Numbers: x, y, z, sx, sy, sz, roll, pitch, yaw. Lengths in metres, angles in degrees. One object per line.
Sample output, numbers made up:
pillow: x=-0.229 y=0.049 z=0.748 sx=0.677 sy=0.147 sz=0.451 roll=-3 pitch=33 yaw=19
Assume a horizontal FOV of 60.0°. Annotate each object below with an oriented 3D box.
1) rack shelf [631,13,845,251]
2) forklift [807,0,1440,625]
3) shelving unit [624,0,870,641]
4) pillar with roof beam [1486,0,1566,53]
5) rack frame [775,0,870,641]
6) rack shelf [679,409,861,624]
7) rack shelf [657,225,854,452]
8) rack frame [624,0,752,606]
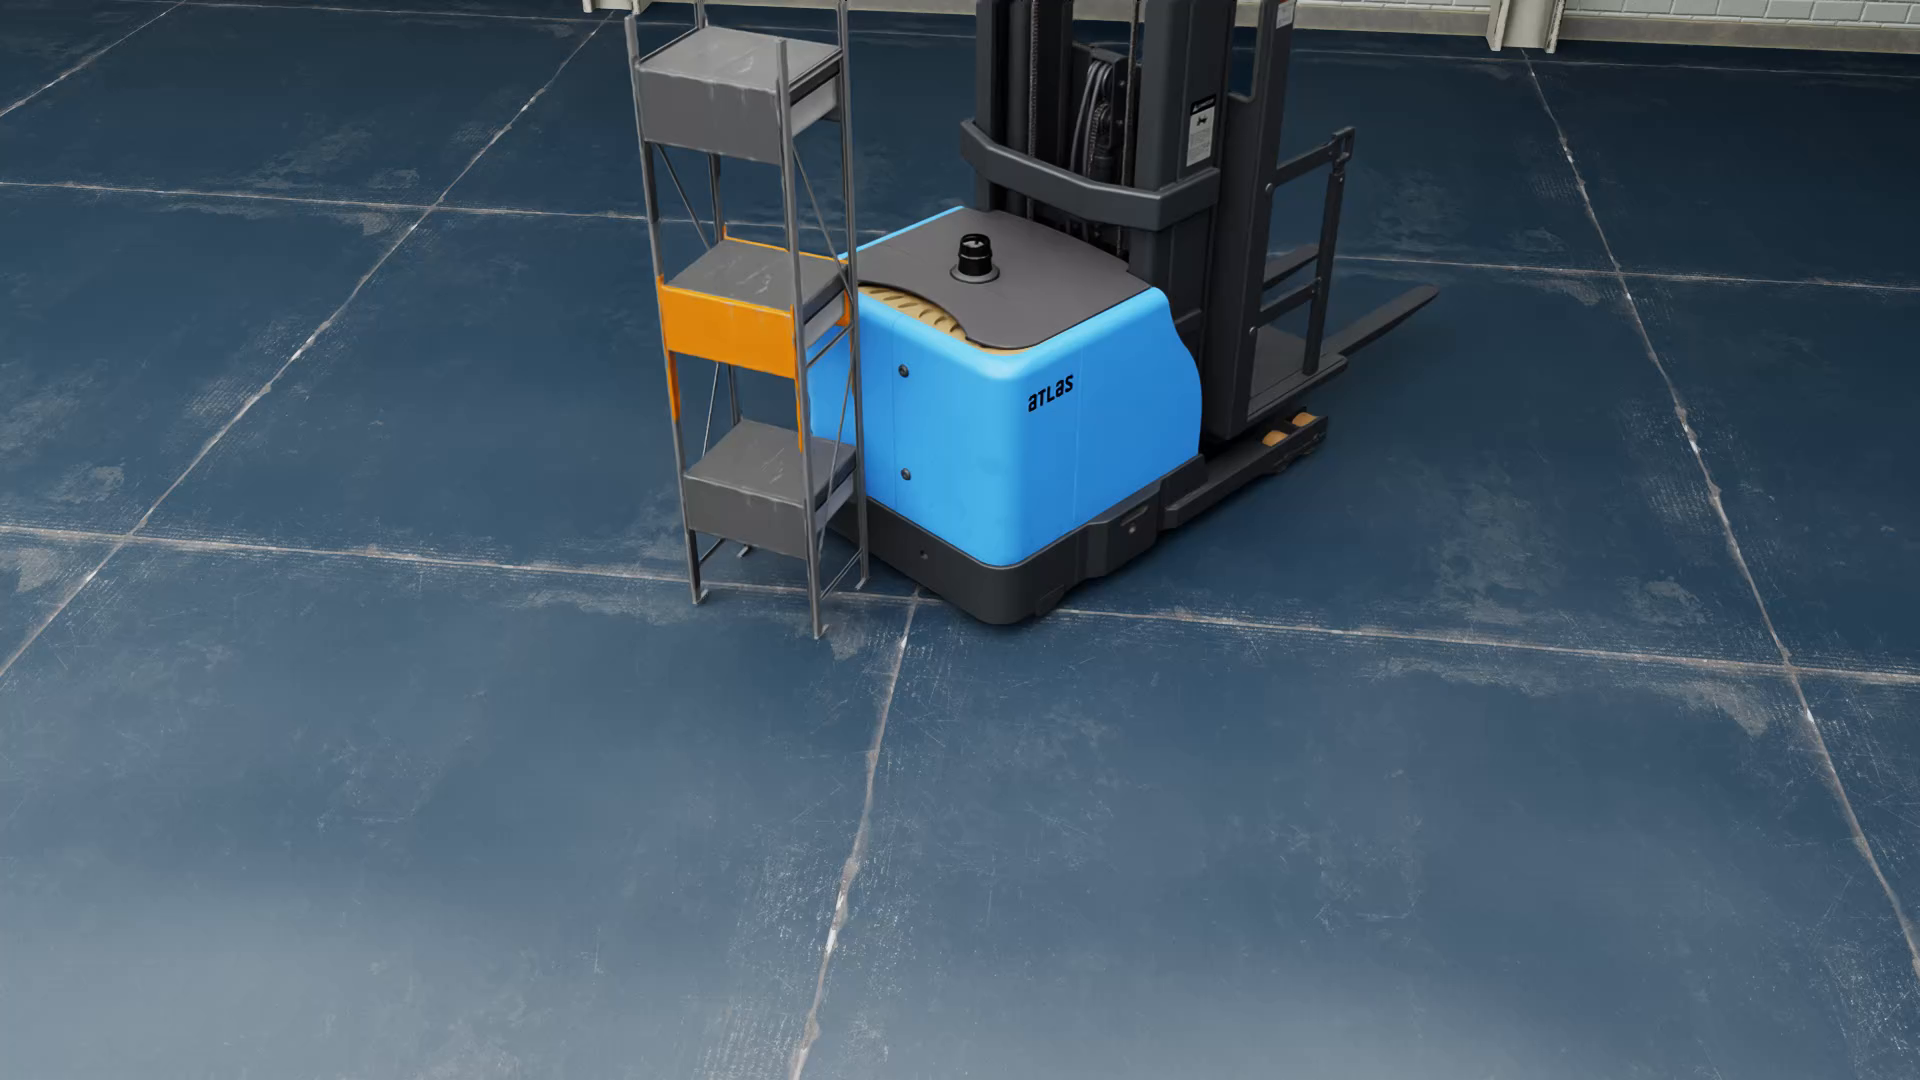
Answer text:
rack shelf: x=-0.640 y=-1.228 z=4.982 sx=0.480 sy=0.518 sz=0.431 roll=14 pitch=38 yaw=19
forklift: x=0.842 y=-1.653 z=6.043 sx=3.031 sy=2.935 sz=1.130 roll=-30 pitch=45 yaw=-35
shelving unit: x=-0.640 y=-0.670 z=5.381 sx=0.503 sy=2.100 sz=0.431 roll=14 pitch=38 yaw=19
pillar with roof beam: x=3.069 y=-4.389 z=4.653 sx=0.400 sy=9.000 sz=9.100 roll=4 pitch=36 yaw=6
rack frame: x=-0.417 y=-0.612 z=5.300 sx=0.015 sy=2.100 sz=0.400 roll=14 pitch=38 yaw=19
rack shelf: x=-0.640 y=-0.089 z=5.795 sx=0.480 sy=0.518 sz=0.431 roll=14 pitch=38 yaw=19
rack shelf: x=-0.640 y=-0.658 z=5.389 sx=0.480 sy=0.518 sz=0.431 roll=14 pitch=38 yaw=19
rack frame: x=-0.863 y=-0.727 z=5.461 sx=0.015 sy=2.100 sz=0.400 roll=14 pitch=38 yaw=19
